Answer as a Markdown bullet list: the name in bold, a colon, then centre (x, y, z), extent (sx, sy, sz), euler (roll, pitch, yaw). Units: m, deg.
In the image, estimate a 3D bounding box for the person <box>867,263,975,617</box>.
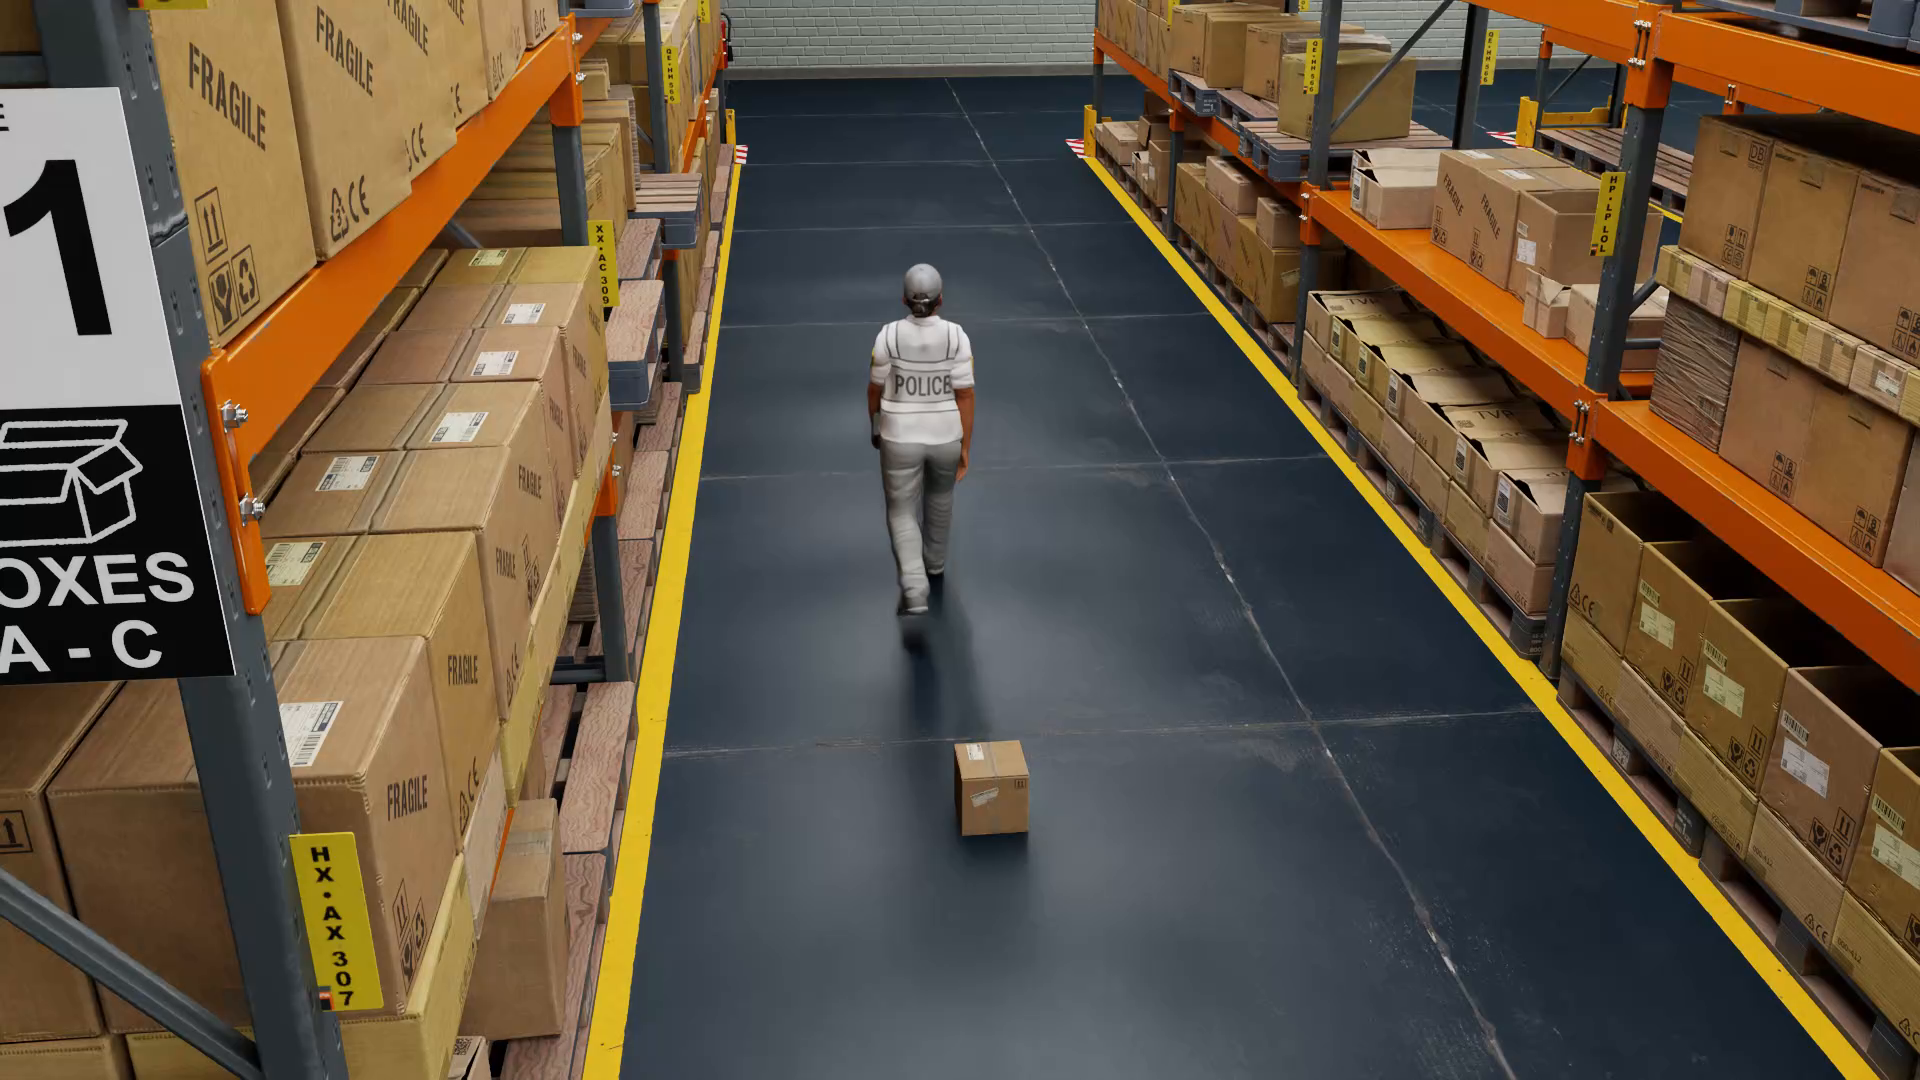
- **person**: centre (-0.182, -0.477, 7.665), extent (0.475, 1.612, 0.999), euler (-4, 24, -9)
